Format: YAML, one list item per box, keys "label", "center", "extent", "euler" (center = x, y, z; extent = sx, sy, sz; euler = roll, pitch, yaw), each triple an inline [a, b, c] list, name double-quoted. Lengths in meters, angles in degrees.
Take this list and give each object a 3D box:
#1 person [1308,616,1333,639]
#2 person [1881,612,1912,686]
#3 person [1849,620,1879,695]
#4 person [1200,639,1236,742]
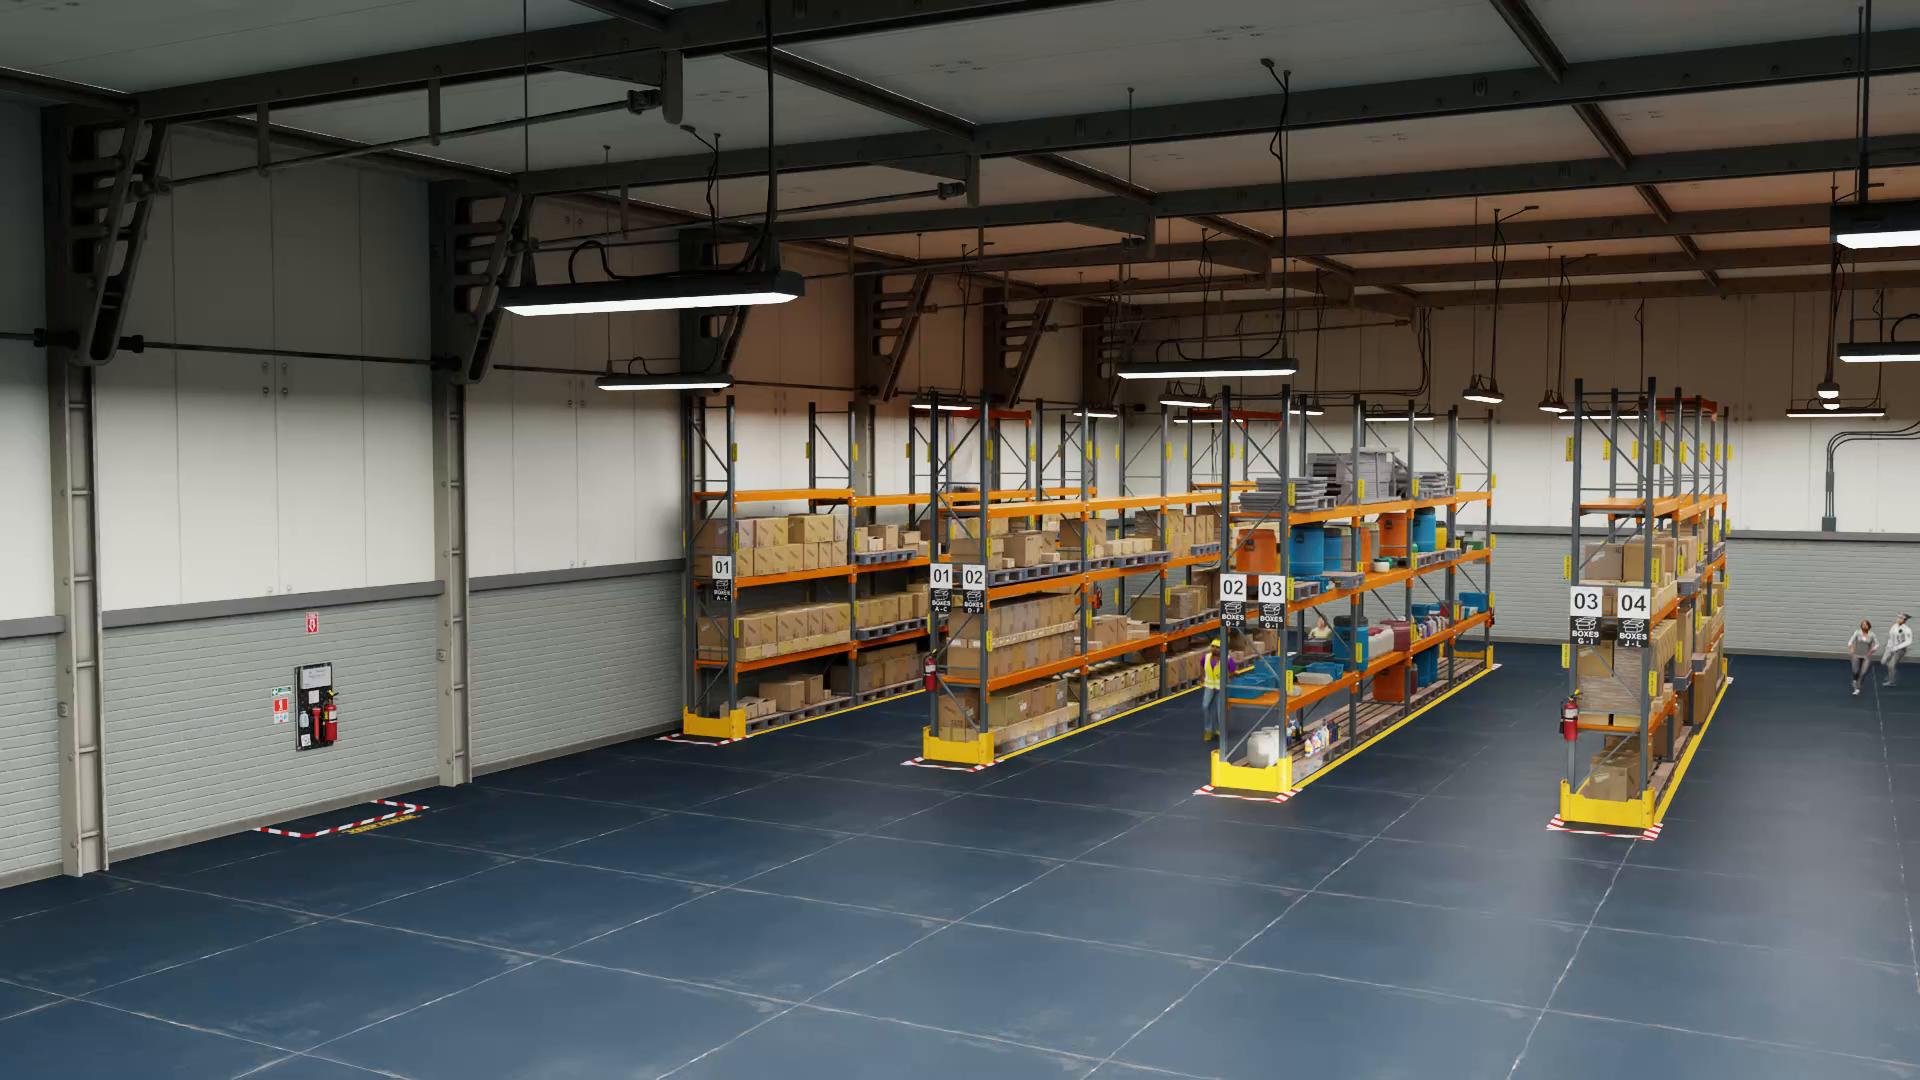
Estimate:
- label: "person"
  center: [7.427, 2.367, 34.151]
  extent: [0.587, 1.649, 0.846]
  euler: [2, 3, 29]
- label: "person"
  center: [19.907, 2.328, 35.371]
  extent: [0.515, 1.623, 0.633]
  euler: [-1, 3, -21]
- label: "person"
  center: [18.704, 2.424, 34.419]
  extent: [0.564, 1.552, 0.511]
  euler: [2, 4, 32]
- label: "person"
  center: [4.476, 2.615, 28.941]
  extent: [0.675, 1.792, 0.788]
  euler: [1, 3, 19]
